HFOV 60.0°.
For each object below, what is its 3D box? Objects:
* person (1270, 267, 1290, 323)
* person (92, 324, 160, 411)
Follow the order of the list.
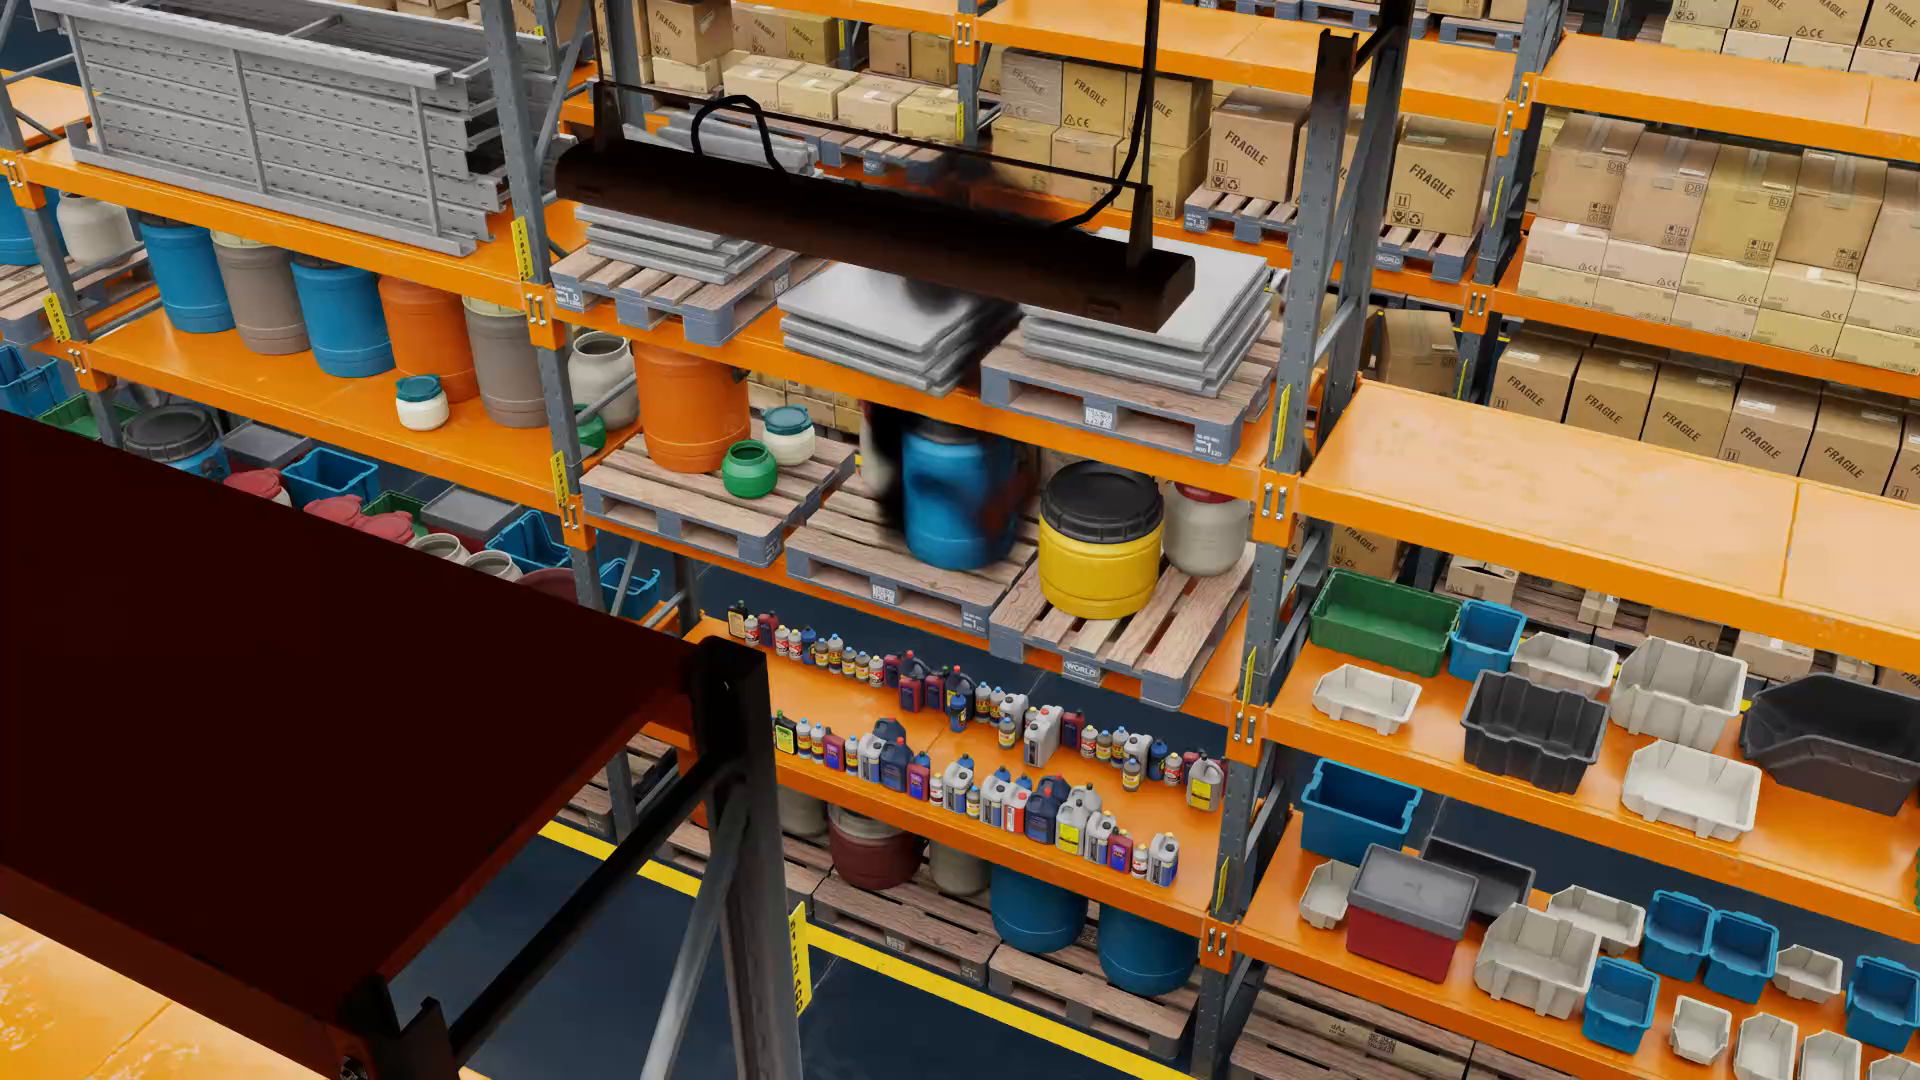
[{"bbox_3d":[2.945,-2.020,15.207,0.709,1.793,0.675,8,36,12],"label":"person"},{"bbox_3d":[-7.322,-1.483,14.487,0.958,1.709,0.656,6,36,9],"label":"person"}]
